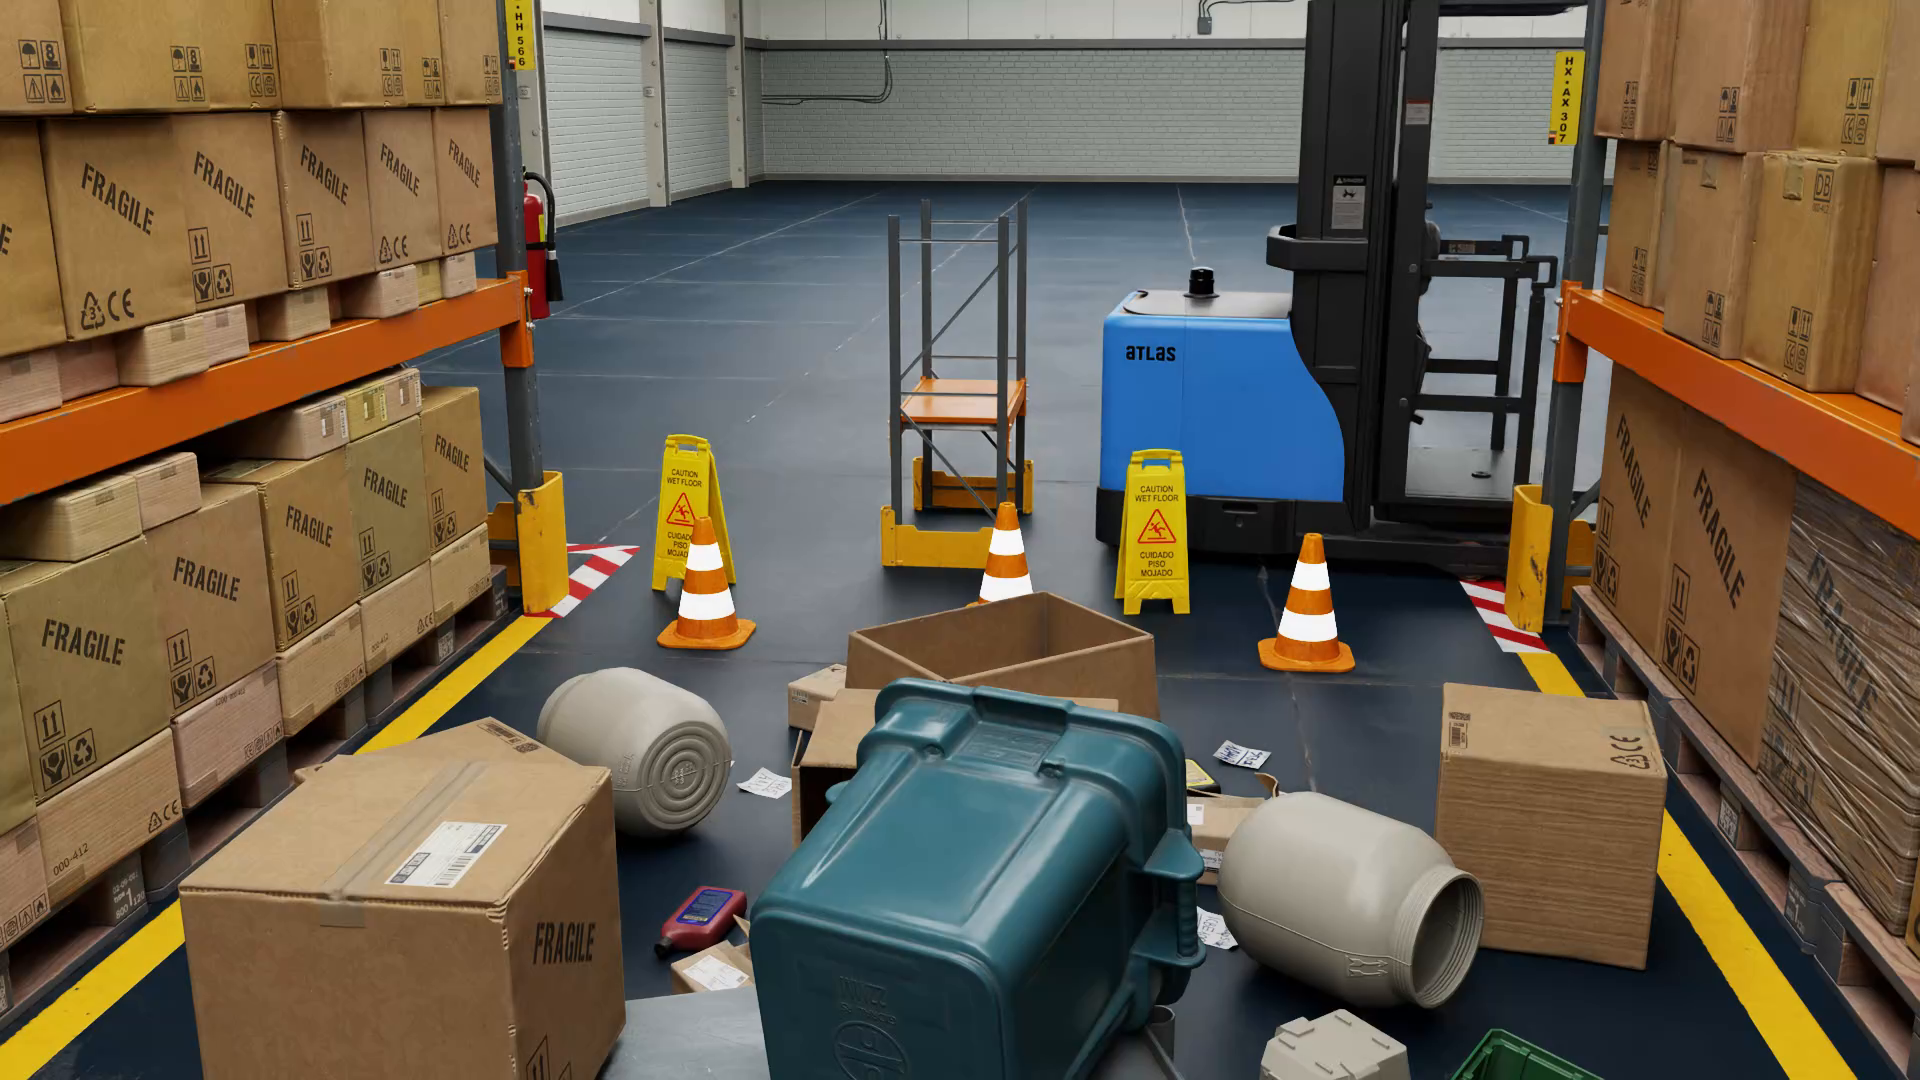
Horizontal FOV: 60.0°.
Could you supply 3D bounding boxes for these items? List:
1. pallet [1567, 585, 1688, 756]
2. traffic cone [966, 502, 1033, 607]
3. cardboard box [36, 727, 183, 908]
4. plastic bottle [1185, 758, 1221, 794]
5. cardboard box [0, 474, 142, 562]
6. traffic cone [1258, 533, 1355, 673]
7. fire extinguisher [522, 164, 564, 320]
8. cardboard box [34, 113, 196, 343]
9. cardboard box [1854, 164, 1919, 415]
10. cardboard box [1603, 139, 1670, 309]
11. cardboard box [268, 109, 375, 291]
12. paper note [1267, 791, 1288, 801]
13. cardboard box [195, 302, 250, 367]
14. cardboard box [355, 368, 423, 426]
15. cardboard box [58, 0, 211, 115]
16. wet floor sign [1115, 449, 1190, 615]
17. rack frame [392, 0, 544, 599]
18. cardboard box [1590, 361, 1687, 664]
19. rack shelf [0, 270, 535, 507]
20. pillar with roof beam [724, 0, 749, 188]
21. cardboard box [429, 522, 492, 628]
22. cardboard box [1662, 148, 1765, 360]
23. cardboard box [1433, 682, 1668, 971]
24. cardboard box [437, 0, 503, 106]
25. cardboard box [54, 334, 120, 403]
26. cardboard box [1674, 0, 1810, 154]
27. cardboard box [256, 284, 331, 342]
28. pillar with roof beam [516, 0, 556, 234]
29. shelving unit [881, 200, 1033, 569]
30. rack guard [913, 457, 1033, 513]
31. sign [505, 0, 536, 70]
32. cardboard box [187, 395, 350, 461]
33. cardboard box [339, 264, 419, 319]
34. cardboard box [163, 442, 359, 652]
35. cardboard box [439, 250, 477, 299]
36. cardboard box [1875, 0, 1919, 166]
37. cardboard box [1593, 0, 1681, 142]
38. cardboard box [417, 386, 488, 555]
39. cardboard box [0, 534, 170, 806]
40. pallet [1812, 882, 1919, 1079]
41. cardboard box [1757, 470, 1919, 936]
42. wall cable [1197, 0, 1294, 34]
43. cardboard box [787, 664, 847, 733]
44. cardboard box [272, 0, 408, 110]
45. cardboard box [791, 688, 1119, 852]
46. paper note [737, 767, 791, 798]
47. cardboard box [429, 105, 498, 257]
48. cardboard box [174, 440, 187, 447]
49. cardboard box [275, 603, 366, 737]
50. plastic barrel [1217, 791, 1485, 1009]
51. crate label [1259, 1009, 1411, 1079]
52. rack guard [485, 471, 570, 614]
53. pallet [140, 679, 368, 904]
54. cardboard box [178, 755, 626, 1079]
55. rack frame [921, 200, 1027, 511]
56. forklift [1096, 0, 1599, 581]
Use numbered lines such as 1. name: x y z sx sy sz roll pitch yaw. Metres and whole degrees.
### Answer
1. pallet: 2.722 0.439 5.634 1.003 0.211 1.213 2 15 6
2. traffic cone: 0.180 0.082 6.471 0.336 0.463 0.334 2 15 6
3. cardboard box: -2.262 0.642 4.005 0.500 0.250 0.500 3 15 9
4. plastic bottle: 0.678 0.723 4.873 0.133 0.061 0.283 -4 16 -13
5. cardboard box: -2.182 -0.059 3.916 0.380 0.149 0.250 2 15 8
6. traffic cone: 1.264 0.204 6.022 0.336 0.463 0.334 2 15 6
7. fire extinguisher: -1.724 -1.215 6.558 0.296 0.674 0.183 2 15 6
8. cardboard box: -2.217 -0.757 3.955 0.500 0.500 0.500 2 15 6
9. cardboard box: 2.531 -0.528 3.580 0.875 0.550 0.550 2 15 6
10. cardboard box: 2.738 -1.092 5.665 0.875 0.550 0.550 2 15 6
11. cardboard box: -2.103 -1.020 4.926 0.500 0.500 0.500 2 15 6
12. paper note: 0.917 0.756 4.846 0.032 0.001 0.123 11 19 35
13. cardboard box: -2.138 -0.548 4.422 0.380 0.149 0.250 2 15 6
14. cardboard box: -2.001 -0.474 5.453 0.380 0.149 0.250 2 15 8
15. cardboard box: -2.218 -1.242 3.833 0.700 0.500 0.500 1 15 5
16. wet floor sign: 0.771 -0.046 6.596 0.267 0.644 0.232 -1 15 -3
17. rack frame: -2.195 -1.236 6.488 1.000 3.000 0.127 2 15 6
18. cardboard box: 2.724 -0.116 5.611 0.875 0.875 0.875 2 15 7
19. rack shelf: -2.421 -0.370 4.663 1.077 0.370 4.000 2 15 6
20. pillar with roof beam: -0.439 -11.778 33.978 9.100 9.000 0.400 2 15 6
21. cardboard box: -2.022 0.112 5.964 0.500 0.250 0.500 2 15 6
22. cardboard box: 2.510 -0.807 4.612 0.875 0.550 0.550 2 15 6
23. cardboard box: 1.439 0.693 4.136 0.500 0.500 0.500 4 16 16
24. cardboard box: -2.036 -1.772 5.792 0.700 0.500 0.500 1 15 5
25. cardboard box: -2.254 -0.420 3.950 0.380 0.149 0.250 2 15 6
26. cardboard box: 2.486 -1.329 4.473 0.875 0.550 0.550 2 15 6
27. cardboard box: -2.099 -0.678 4.904 0.380 0.149 0.250 2 15 6
28. pillar with roof beam: -1.793 -8.665 22.468 9.100 9.000 0.400 2 15 6
29. shelving unit: 0.009 -0.744 7.539 0.587 1.500 1.083 2 15 6
30. rack guard: 0.065 -0.270 8.180 0.587 0.250 0.087 2 15 6
31. sign: -1.646 -1.926 6.216 0.100 0.325 0.005 2 15 6
32. cardboard box: -2.064 -0.341 4.960 0.380 0.149 0.250 2 15 9
33. cardboard box: -1.992 -0.809 5.390 0.380 0.149 0.250 2 15 7
34. cardboard box: -2.146 0.008 4.913 0.500 0.500 0.500 1 15 5
35. cardboard box: -1.943 -0.943 5.884 0.380 0.149 0.250 2 15 6
36. cardboard box: 2.503 -1.050 3.442 0.875 0.550 0.550 2 15 6
37. cardboard box: 2.654 -1.615 5.533 0.875 0.550 0.550 2 15 6
38. cardboard box: -2.026 -0.258 5.897 0.500 0.500 0.500 2 15 7
39. cardboard box: -2.263 0.279 3.909 0.500 0.500 0.500 2 15 9
40. pallet: 2.447 1.072 3.294 1.003 0.211 1.213 2 15 6
41. cardboard box: 2.522 0.349 3.892 0.875 0.875 0.875 2 15 7
42. wall cable: 6.361 -13.987 35.636 2.305 6.003 0.169 2 15 6
43. cardboard box: -0.336 0.539 5.383 0.380 0.149 0.250 11 19 35
44. cardboard box: -2.056 -1.506 4.807 0.700 0.500 0.500 2 15 6
45. cardboard box: 0.025 0.676 3.938 0.797 0.637 0.503 2 15 6
46. paper note: -0.569 0.722 4.955 0.148 0.019 0.142 7 17 25
47. cardboard box: -1.982 -1.279 5.885 0.500 0.500 0.500 1 15 5
48. cardboard box: -2.618 -0.131 5.426 0.500 0.500 0.500 1 15 4
49. cardboard box: -2.139 0.376 4.989 0.500 0.250 0.500 1 15 4
50. plastic barrel: 0.887 0.825 3.800 0.421 0.421 0.512 -14 20 -42
51. crate label: 0.767 1.082 3.399 0.298 0.136 0.250 -10 18 -32
52. rack guard: -2.204 -0.010 6.741 1.175 0.500 0.348 2 15 6
53. pallet: -2.470 0.655 4.837 1.003 0.211 1.213 2 15 6
54. cardboard box: -0.874 0.687 2.714 0.500 0.500 0.500 2 15 6
55. rack frame: 0.067 -0.878 8.036 0.500 1.500 0.032 2 15 6
56. forklift: 2.176 -1.383 7.160 3.031 2.935 1.130 3 15 12
